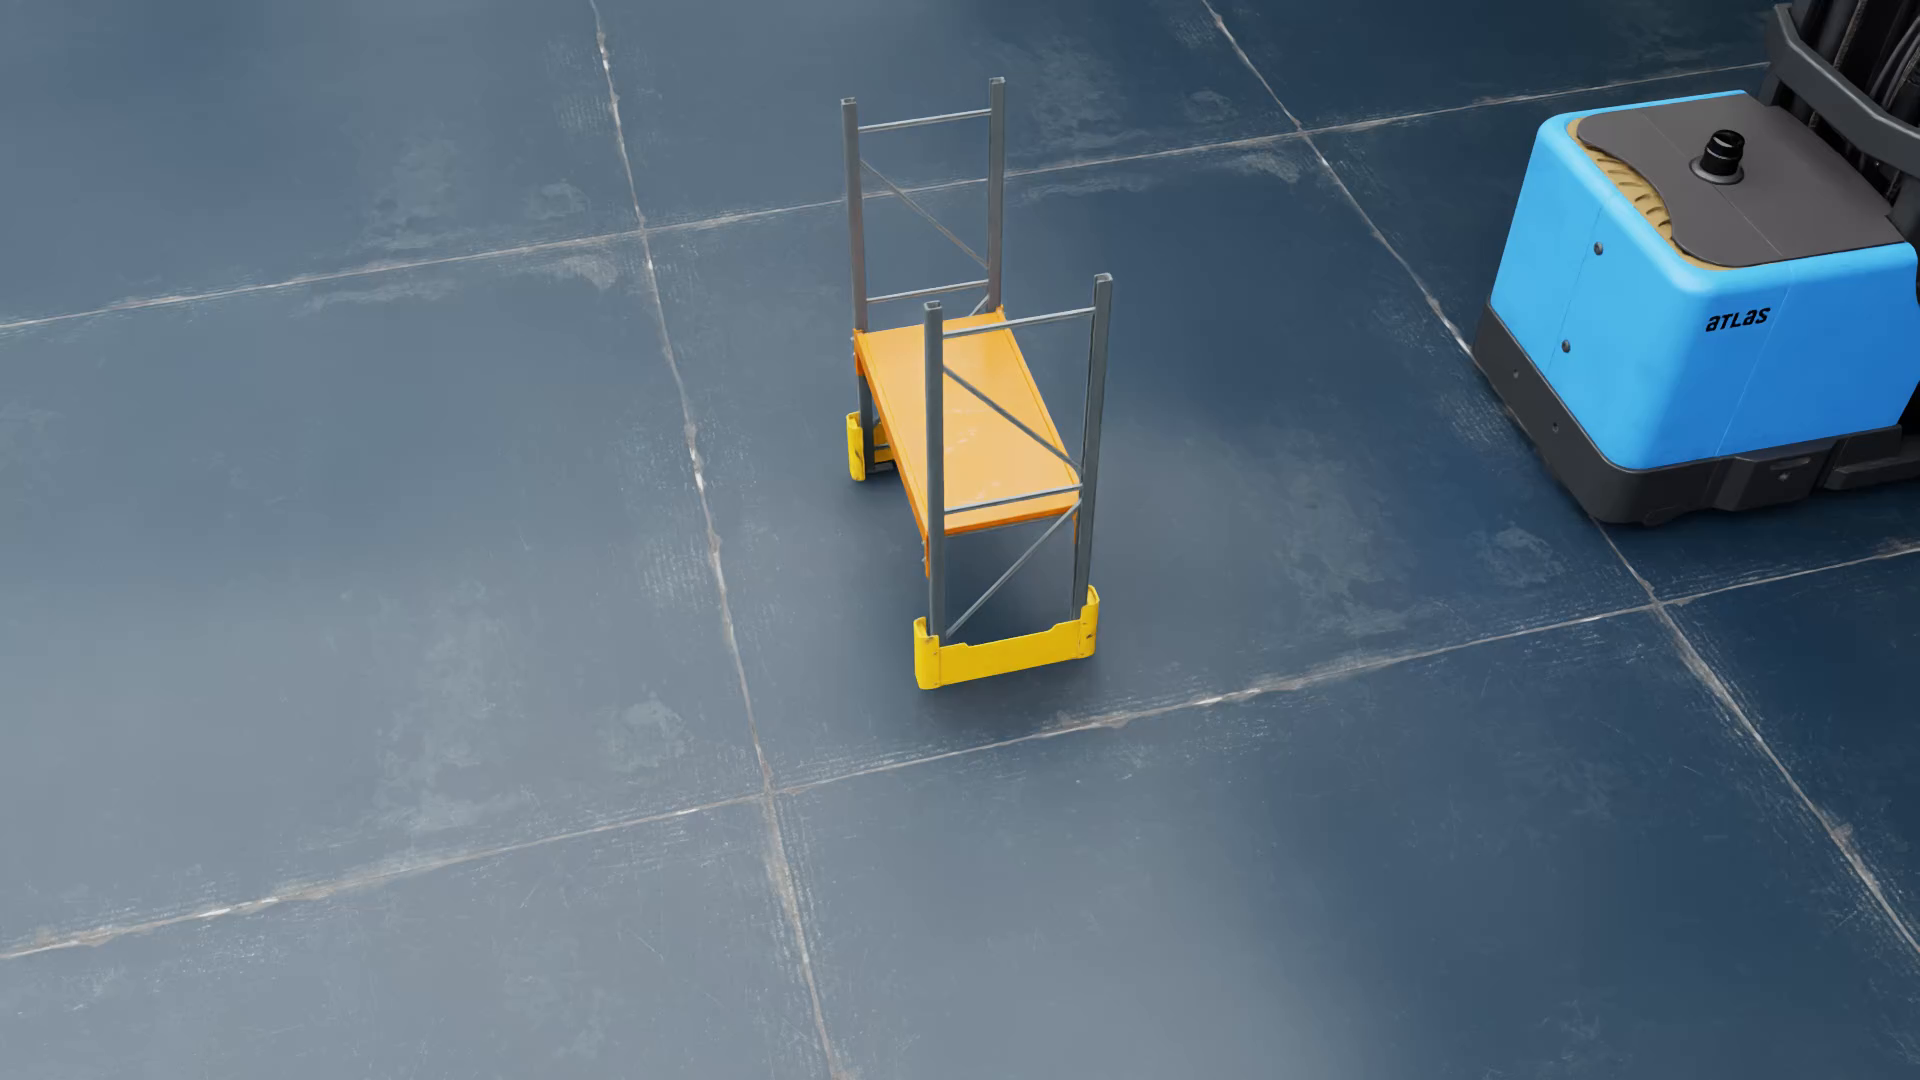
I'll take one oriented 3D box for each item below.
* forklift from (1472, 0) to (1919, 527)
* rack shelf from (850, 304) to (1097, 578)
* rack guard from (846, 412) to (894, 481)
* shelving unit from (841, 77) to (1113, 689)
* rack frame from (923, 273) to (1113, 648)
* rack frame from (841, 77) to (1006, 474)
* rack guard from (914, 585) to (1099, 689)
[{"bbox_3d":[3.530,-1.632,5.297,3.031,2.935,1.130,-10,46,-9],"label":"forklift"},{"bbox_3d":[0.022,-0.340,5.285,0.538,0.185,1.000,-11,47,-10],"label":"rack shelf"},{"bbox_3d":[-0.108,-0.379,5.946,0.587,0.250,0.087,-11,47,-10],"label":"rack guard"},{"bbox_3d":[0.020,-0.472,5.163,0.587,1.500,1.083,-11,47,-10],"label":"shelving unit"},{"bbox_3d":[0.152,-0.115,4.813,0.500,1.500,0.032,-11,47,-10],"label":"rack frame"},{"bbox_3d":[-0.108,-0.817,5.501,0.500,1.500,0.032,-11,47,-10],"label":"rack frame"},{"bbox_3d":[0.147,0.309,5.272,0.587,0.250,0.087,-11,47,-10],"label":"rack guard"}]
